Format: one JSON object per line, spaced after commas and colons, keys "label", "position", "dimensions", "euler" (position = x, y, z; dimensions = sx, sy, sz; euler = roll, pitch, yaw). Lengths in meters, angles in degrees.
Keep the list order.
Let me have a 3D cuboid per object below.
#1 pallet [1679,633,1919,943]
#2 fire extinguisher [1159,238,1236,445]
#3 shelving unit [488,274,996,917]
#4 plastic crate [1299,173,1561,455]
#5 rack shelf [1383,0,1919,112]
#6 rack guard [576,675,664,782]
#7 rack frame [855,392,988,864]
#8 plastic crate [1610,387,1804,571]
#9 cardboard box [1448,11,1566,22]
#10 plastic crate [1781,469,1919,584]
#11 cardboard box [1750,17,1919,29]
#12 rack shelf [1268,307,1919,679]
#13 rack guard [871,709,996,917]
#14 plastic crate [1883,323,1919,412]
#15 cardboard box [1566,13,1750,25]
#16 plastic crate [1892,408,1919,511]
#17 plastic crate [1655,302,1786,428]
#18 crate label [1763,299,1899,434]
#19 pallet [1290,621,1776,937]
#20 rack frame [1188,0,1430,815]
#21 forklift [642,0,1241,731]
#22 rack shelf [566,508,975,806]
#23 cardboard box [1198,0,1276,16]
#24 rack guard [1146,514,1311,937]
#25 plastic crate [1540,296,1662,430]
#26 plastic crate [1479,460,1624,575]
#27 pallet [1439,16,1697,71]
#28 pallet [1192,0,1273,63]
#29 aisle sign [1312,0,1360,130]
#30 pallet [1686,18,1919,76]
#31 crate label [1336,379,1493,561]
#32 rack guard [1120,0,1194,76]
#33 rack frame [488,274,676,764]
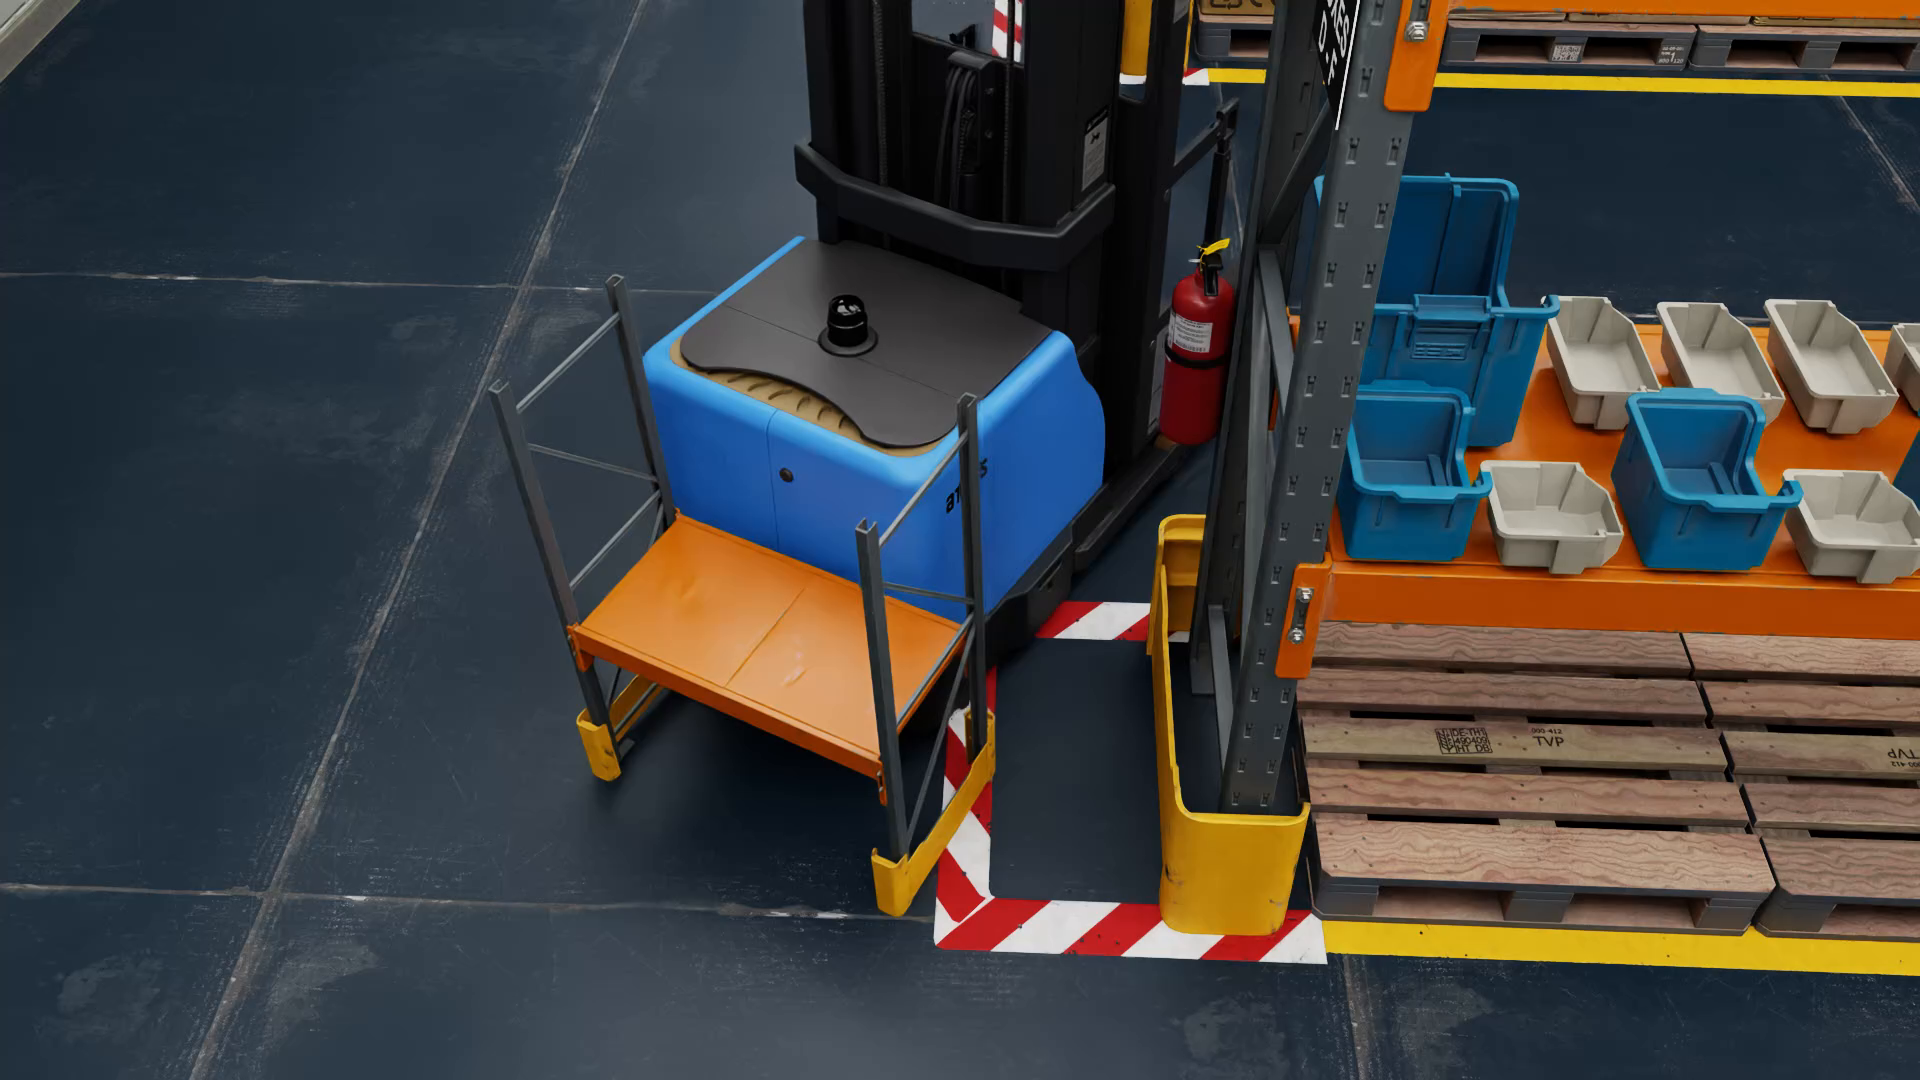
{"label": "pallet", "position": [2.816, 0.695, 4.849], "dimensions": [1.213, 0.211, 1.003], "euler": [2, 43, 2]}
{"label": "fire extinguisher", "position": [0.648, -0.566, 4.487], "dimensions": [0.183, 0.674, 0.296], "euler": [2, 43, 2]}
{"label": "shelving unit", "position": [-0.523, 0.170, 4.441], "dimensions": [1.083, 1.500, 0.587], "euler": [20, 51, 21]}
{"label": "plastic crate", "position": [1.121, -0.568, 4.089], "dimensions": [0.499, 0.435, 0.616], "euler": [2, 43, 2]}
{"label": "rack shelf", "position": [2.776, -1.189, 3.153], "dimensions": [4.000, 0.370, 1.077], "euler": [2, 43, 2]}
{"label": "rack guard", "position": [-0.939, 0.439, 5.068], "dimensions": [0.087, 0.250, 0.587], "euler": [20, 51, 21]}
{"label": "rack frame", "position": [-0.069, 0.340, 4.258], "dimensions": [0.032, 1.500, 0.500], "euler": [20, 51, 21]}
{"label": "plastic crate", "position": [1.668, -0.125, 3.762], "dimensions": [0.300, 0.233, 0.416], "euler": [2, 43, 2]}
{"label": "cardboard box", "position": [2.553, -3.172, 8.205], "dimensions": [0.875, 0.875, 0.875], "euler": [2, 43, 2]}
{"label": "plastic crate", "position": [2.004, -0.023, 3.723], "dimensions": [0.298, 0.136, 0.250], "euler": [2, 43, 2]}
{"label": "cardboard box", "position": [4.341, -3.117, 8.146], "dimensions": [0.875, 0.875, 0.875], "euler": [2, 43, 2]}
{"label": "rack shelf", "position": [2.776, -0.092, 4.176], "dimensions": [4.000, 0.370, 1.077], "euler": [2, 43, 2]}
{"label": "rack guard", "position": [-0.066, 0.765, 4.717], "dimensions": [0.087, 0.250, 0.587], "euler": [20, 51, 21]}
{"label": "plastic crate", "position": [2.466, -0.433, 4.164], "dimensions": [0.250, 0.136, 0.298], "euler": [2, 43, 2]}
{"label": "cardboard box", "position": [3.442, -3.145, 8.176], "dimensions": [0.875, 0.875, 0.875], "euler": [2, 43, 2]}
{"label": "plastic crate", "position": [2.325, -0.105, 3.741], "dimensions": [0.300, 0.233, 0.416], "euler": [2, 43, 2]}
{"label": "plastic crate", "position": [1.890, -0.421, 4.151], "dimensions": [0.243, 0.136, 0.396], "euler": [2, 43, 2]}
{"label": "crate label", "position": [2.169, -0.429, 4.160], "dimensions": [0.243, 0.136, 0.396], "euler": [2, 43, 2]}
{"label": "pallet", "position": [1.600, 0.656, 4.891], "dimensions": [1.213, 0.211, 1.003], "euler": [2, 43, 2]}
{"label": "rack frame", "position": [0.778, -0.416, 3.996], "dimensions": [0.127, 3.000, 1.000], "euler": [2, 43, 2]}
{"label": "forklift", "position": [0.285, -1.475, 5.183], "dimensions": [1.130, 2.935, 3.031], "euler": [24, 48, 23]}
{"label": "rack shelf", "position": [-0.509, 0.297, 4.567], "dimensions": [1.000, 0.185, 0.538], "euler": [20, 51, 21]}
{"label": "cardboard box", "position": [1.644, -3.200, 8.235], "dimensions": [0.875, 0.875, 0.875], "euler": [2, 43, 2]}
{"label": "rack guard", "position": [0.753, 0.506, 4.840], "dimensions": [0.348, 0.500, 1.175], "euler": [2, 43, 2]}
{"label": "plastic crate", "position": [1.601, -0.440, 4.171], "dimensions": [0.243, 0.136, 0.396], "euler": [2, 43, 2]}
{"label": "plastic crate", "position": [1.327, -0.044, 3.746], "dimensions": [0.298, 0.136, 0.250], "euler": [2, 43, 2]}
{"label": "pallet", "position": [3.019, -2.758, 8.556], "dimensions": [1.213, 0.211, 1.003], "euler": [2, 43, 2]}
{"label": "pallet", "position": [1.803, -2.797, 8.598], "dimensions": [1.213, 0.211, 1.003], "euler": [2, 43, 2]}
{"label": "aisle sign", "position": [0.693, -1.167, 2.895], "dimensions": [0.004, 0.787, 0.394], "euler": [2, 43, 2]}
{"label": "pallet", "position": [4.241, -2.722, 8.518], "dimensions": [1.213, 0.211, 1.003], "euler": [2, 43, 2]}
{"label": "crate label", "position": [1.010, -0.145, 3.784], "dimensions": [0.303, 0.233, 0.416], "euler": [2, 43, 2]}
{"label": "rack guard", "position": [0.977, -2.875, 8.470], "dimensions": [0.348, 0.500, 1.175], "euler": [2, 43, 2]}
{"label": "rack frame", "position": [-0.960, 0.007, 4.617], "dimensions": [0.032, 1.500, 0.500], "euler": [20, 51, 21]}
